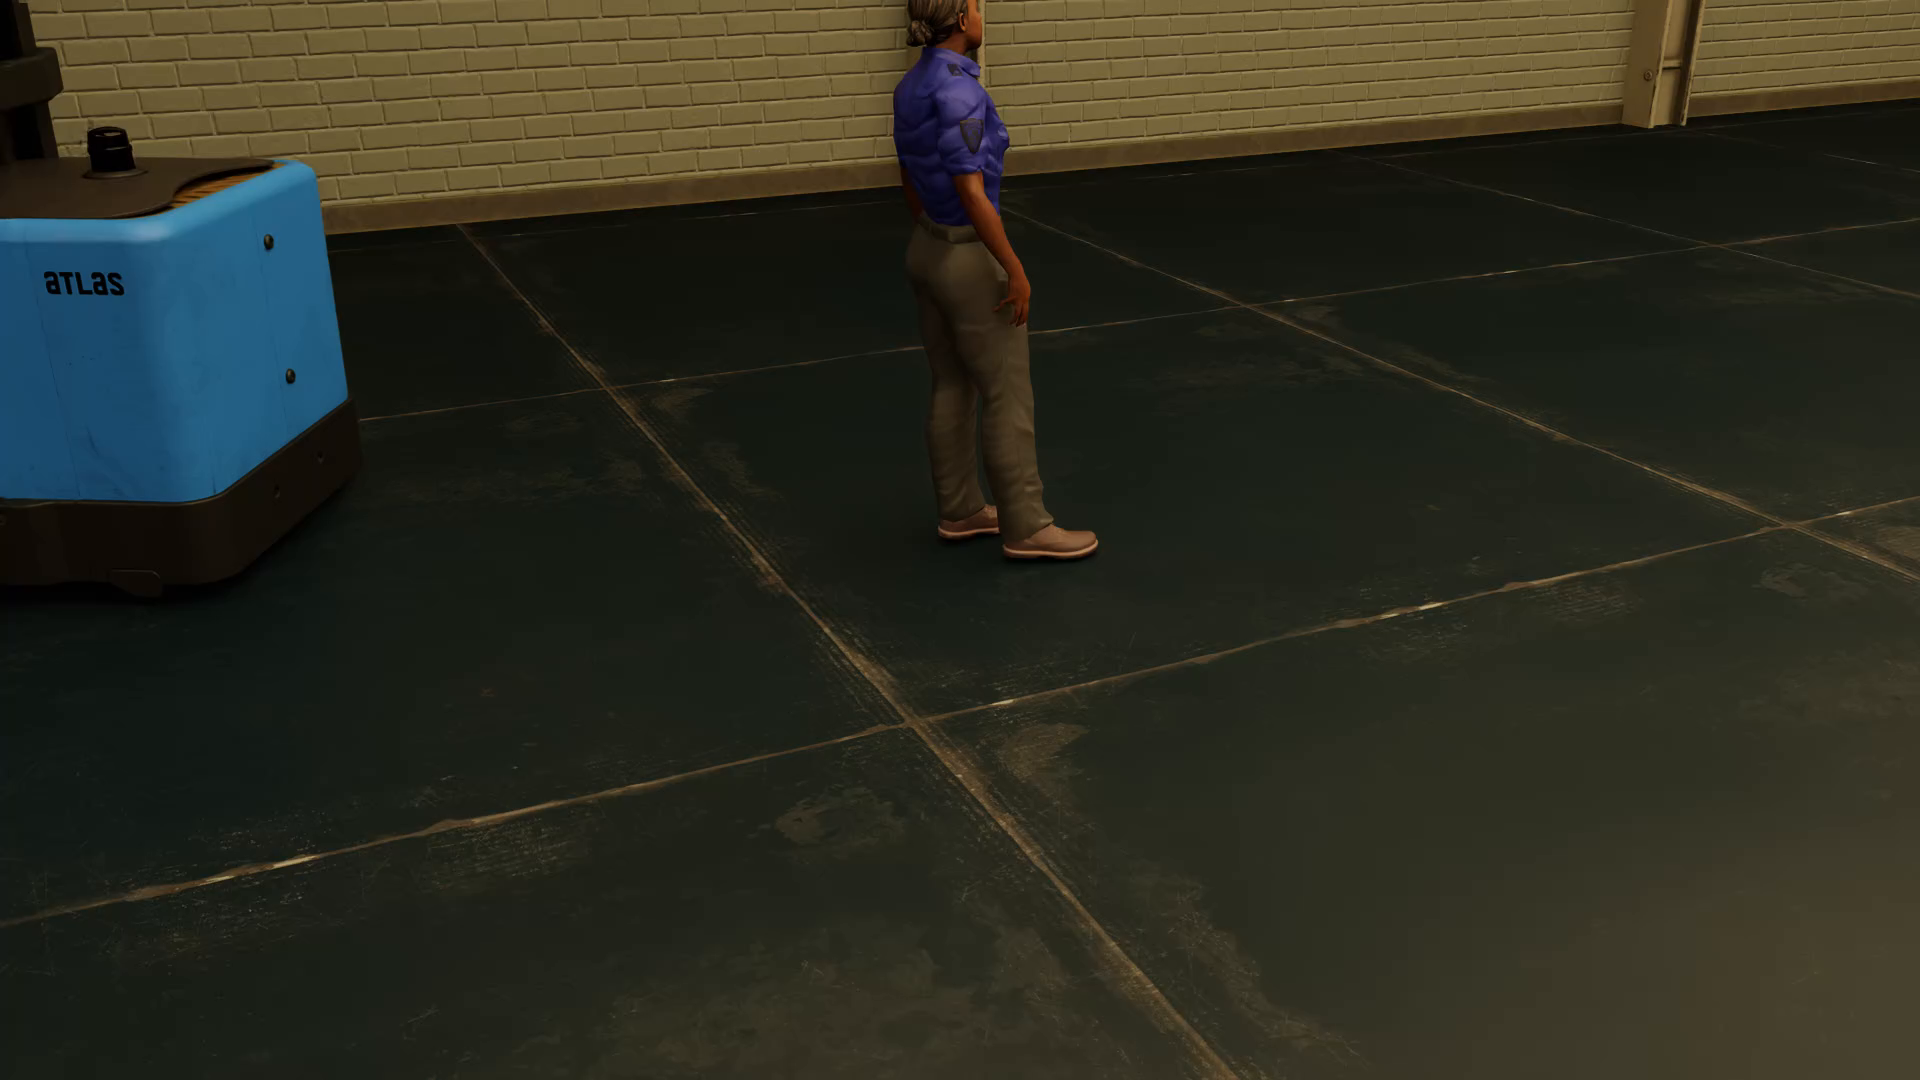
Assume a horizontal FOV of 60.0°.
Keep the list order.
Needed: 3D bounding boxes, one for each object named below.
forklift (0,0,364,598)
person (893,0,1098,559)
[{"bbox_3d":[-3.514,-1.401,4.659,3.031,2.935,1.130,2,23,4],"label":"forklift"},{"bbox_3d":[0.088,-0.778,4.804,0.504,1.654,0.569,-10,25,-23],"label":"person"}]
